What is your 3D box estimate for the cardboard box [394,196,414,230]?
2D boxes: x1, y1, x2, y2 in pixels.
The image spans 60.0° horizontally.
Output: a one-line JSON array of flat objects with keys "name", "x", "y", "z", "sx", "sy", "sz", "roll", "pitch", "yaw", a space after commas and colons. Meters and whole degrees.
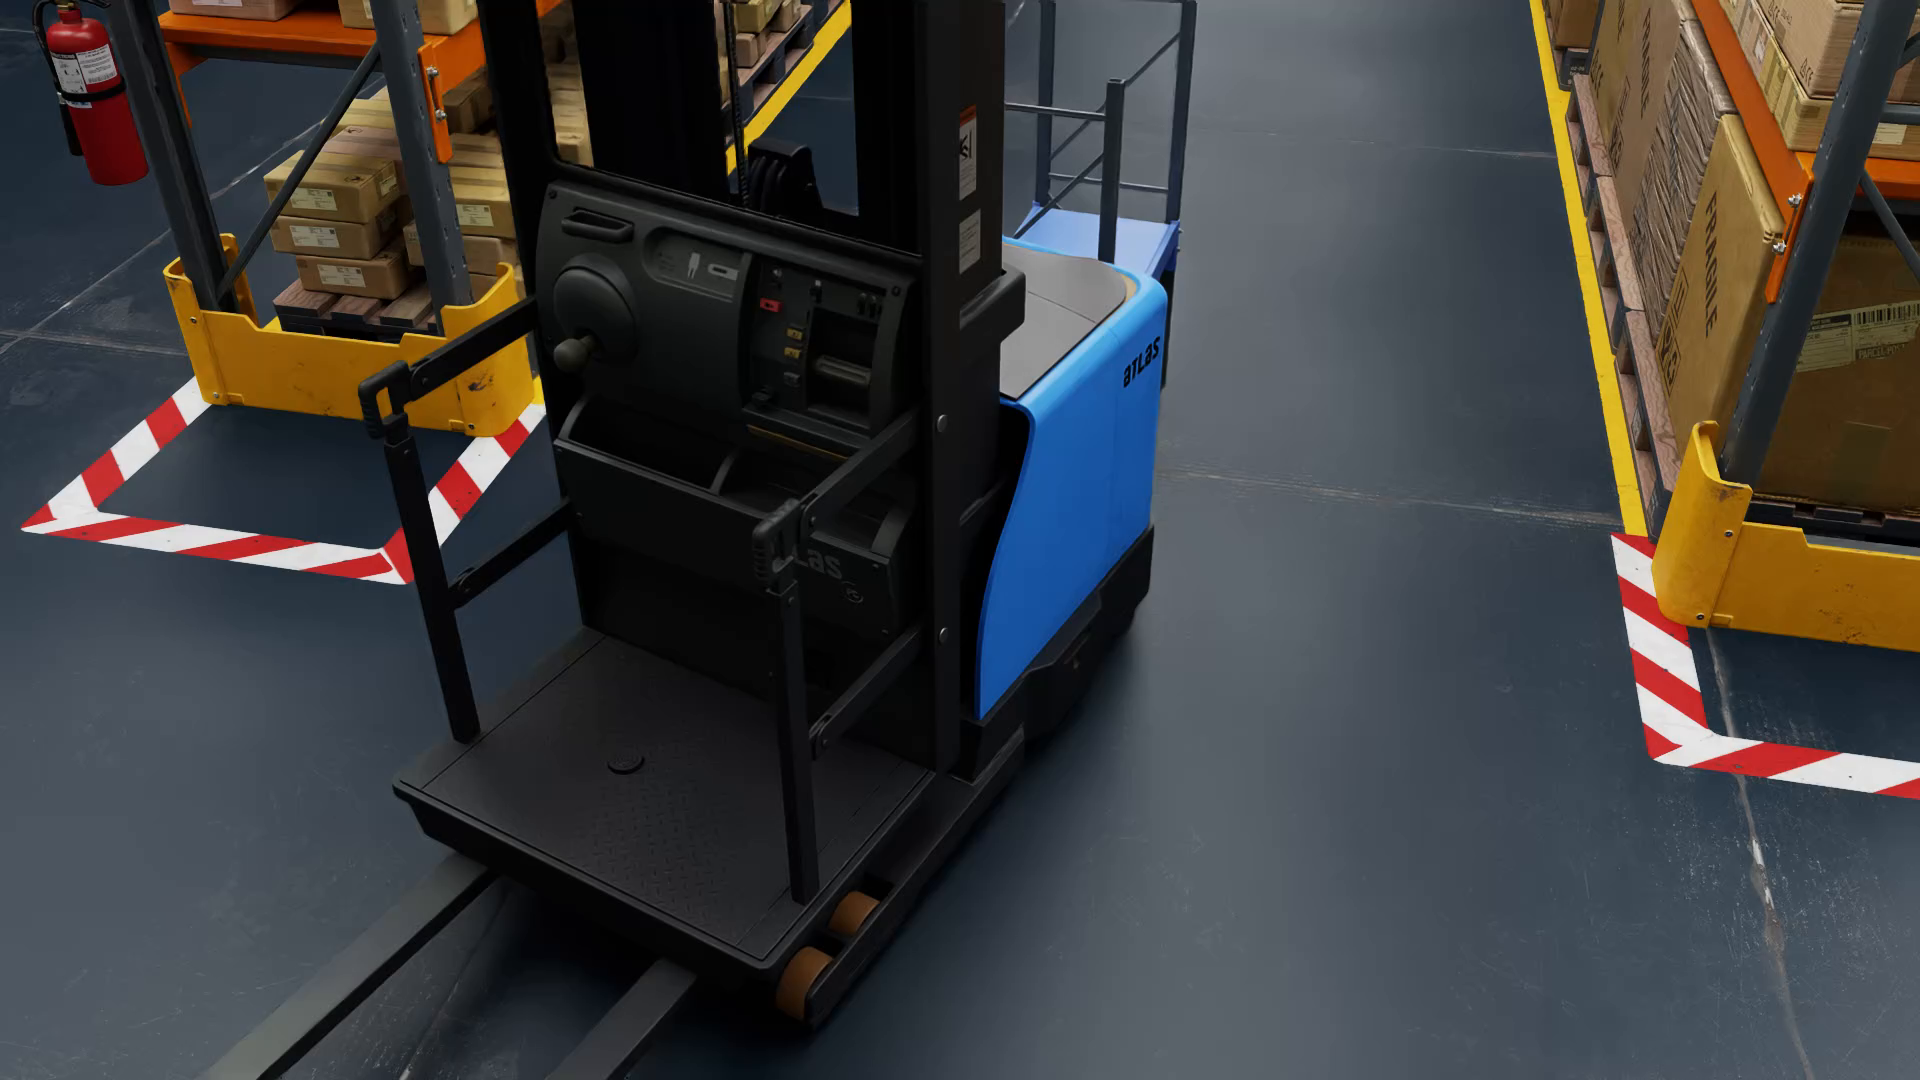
[{"name": "cardboard box", "x": -2.194, "y": -1.306, "z": 6.314, "sx": 0.380, "sy": 0.149, "sz": 0.250, "roll": 6, "pitch": 36, "yaw": 9}]

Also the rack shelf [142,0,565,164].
[{"name": "rack shelf", "x": -1.709, "y": -2.544, "z": 6.817, "sx": 1.077, "sy": 0.370, "sz": 4.000, "roll": 7, "pitch": 37, "yaw": 10}]

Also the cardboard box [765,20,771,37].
[{"name": "cardboard box", "x": -1.170, "y": -2.592, "z": 8.341, "sx": 0.380, "sy": 0.149, "sz": 0.250, "roll": 8, "pitch": 37, "yaw": 11}]

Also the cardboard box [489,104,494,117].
[{"name": "cardboard box", "x": -2.095, "y": -1.760, "z": 6.940, "sx": 0.380, "sy": 0.149, "sz": 0.250, "roll": 8, "pitch": 37, "yaw": 11}]

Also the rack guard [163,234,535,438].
[{"name": "rack guard", "x": -2.120, "y": -0.720, "z": 5.818, "sx": 1.175, "sy": 0.500, "sz": 0.348, "roll": 7, "pitch": 37, "yaw": 10}]

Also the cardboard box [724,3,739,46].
[{"name": "cardboard box", "x": -1.274, "y": -2.454, "z": 7.897, "sx": 0.380, "sy": 0.149, "sz": 0.250, "roll": 8, "pitch": 37, "yaw": 10}]

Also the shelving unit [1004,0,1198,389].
[{"name": "shelving unit", "x": 0.347, "y": -0.920, "z": 5.241, "sx": 0.538, "sy": 1.500, "sz": 1.048, "roll": 11, "pitch": 37, "yaw": 14}]

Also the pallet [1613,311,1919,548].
[{"name": "pallet", "x": 2.782, "y": -0.348, "z": 5.551, "sx": 1.003, "sy": 0.211, "sz": 1.213, "roll": 7, "pitch": 37, "yaw": 10}]

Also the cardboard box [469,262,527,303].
[{"name": "cardboard box", "x": -1.712, "y": -0.965, "z": 6.096, "sx": 0.380, "sy": 0.149, "sz": 0.250, "roll": 8, "pitch": 37, "yaw": 11}]

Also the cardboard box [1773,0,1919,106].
[{"name": "cardboard box", "x": 2.532, "y": -1.380, "z": 4.472, "sx": 0.500, "sy": 0.250, "sz": 0.500, "roll": 7, "pitch": 36, "yaw": 9}]

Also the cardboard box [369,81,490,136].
[{"name": "cardboard box", "x": -2.113, "y": -1.722, "z": 6.635, "sx": 0.380, "sy": 0.149, "sz": 0.250, "roll": 6, "pitch": 36, "yaw": 8}]

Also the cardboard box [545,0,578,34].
[{"name": "cardboard box", "x": -1.826, "y": -2.311, "z": 7.447, "sx": 0.380, "sy": 0.149, "sz": 0.250, "roll": 6, "pitch": 36, "yaw": 8}]

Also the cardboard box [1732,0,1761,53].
[{"name": "cardboard box", "x": 2.605, "y": -1.589, "z": 5.101, "sx": 0.380, "sy": 0.149, "sz": 0.250, "roll": 8, "pitch": 37, "yaw": 11}]

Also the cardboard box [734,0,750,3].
[{"name": "cardboard box", "x": -1.166, "y": -2.707, "z": 7.993, "sx": 0.380, "sy": 0.149, "sz": 0.250, "roll": 7, "pitch": 37, "yaw": 10}]

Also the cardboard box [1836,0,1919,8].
[{"name": "cardboard box", "x": 2.535, "y": -1.685, "z": 4.254, "sx": 0.500, "sy": 0.500, "sz": 0.500, "roll": 8, "pitch": 37, "yaw": 11}]

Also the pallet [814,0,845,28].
[{"name": "pallet", "x": -1.117, "y": -3.299, "z": 9.622, "sx": 1.003, "sy": 0.211, "sz": 1.213, "roll": 7, "pitch": 37, "yaw": 10}]

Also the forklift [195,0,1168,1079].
[{"name": "forklift", "x": -0.622, "y": -0.412, "z": 3.321, "sx": 1.130, "sy": 2.935, "sz": 3.031, "roll": 19, "pitch": 40, "yaw": 24}]

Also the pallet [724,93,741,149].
[{"name": "pallet", "x": -1.649, "y": -1.762, "z": 7.501, "sx": 1.003, "sy": 0.211, "sz": 1.213, "roll": 7, "pitch": 37, "yaw": 10}]

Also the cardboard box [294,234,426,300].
[{"name": "cardboard box", "x": -2.228, "y": -1.032, "z": 6.190, "sx": 0.380, "sy": 0.149, "sz": 0.250, "roll": 8, "pitch": 37, "yaw": 11}]

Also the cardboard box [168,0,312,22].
[{"name": "cardboard box", "x": -2.343, "y": -1.809, "z": 5.404, "sx": 0.380, "sy": 0.149, "sz": 0.250, "roll": 7, "pitch": 37, "yaw": 10}]

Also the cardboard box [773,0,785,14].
[{"name": "cardboard box", "x": -1.084, "y": -2.741, "z": 8.294, "sx": 0.380, "sy": 0.149, "sz": 0.250, "roll": 6, "pitch": 36, "yaw": 8}]

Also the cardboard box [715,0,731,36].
[{"name": "cardboard box", "x": -1.265, "y": -2.401, "z": 7.571, "sx": 0.380, "sy": 0.149, "sz": 0.250, "roll": 6, "pitch": 36, "yaw": 8}]

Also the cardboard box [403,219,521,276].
[{"name": "cardboard box", "x": -1.774, "y": -1.093, "z": 6.020, "sx": 0.380, "sy": 0.149, "sz": 0.250, "roll": 9, "pitch": 37, "yaw": 12}]

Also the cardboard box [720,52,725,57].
[{"name": "cardboard box", "x": -1.339, "y": -2.296, "z": 7.934, "sx": 0.380, "sy": 0.149, "sz": 0.250, "roll": 6, "pitch": 36, "yaw": 9}]

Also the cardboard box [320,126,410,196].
[{"name": "cardboard box", "x": -2.161, "y": -1.417, "z": 6.214, "sx": 0.380, "sy": 0.149, "sz": 0.250, "roll": 8, "pitch": 37, "yaw": 11}]

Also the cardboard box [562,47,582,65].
[{"name": "cardboard box", "x": -1.431, "y": -1.960, "z": 6.963, "sx": 0.380, "sy": 0.149, "sz": 0.250, "roll": 8, "pitch": 37, "yaw": 11}]

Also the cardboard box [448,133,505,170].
[{"name": "cardboard box", "x": -1.751, "y": -1.376, "z": 6.157, "sx": 0.380, "sy": 0.149, "sz": 0.250, "roll": 8, "pitch": 37, "yaw": 11}]

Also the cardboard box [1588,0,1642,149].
[{"name": "cardboard box", "x": 3.323, "y": -2.244, "z": 7.242, "sx": 0.875, "sy": 0.875, "sz": 0.875, "roll": 7, "pitch": 37, "yaw": 10}]

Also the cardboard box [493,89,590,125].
[{"name": "cardboard box", "x": -1.600, "y": -1.657, "z": 6.545, "sx": 0.380, "sy": 0.149, "sz": 0.250, "roll": 6, "pitch": 36, "yaw": 8}]

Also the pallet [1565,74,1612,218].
[{"name": "pallet", "x": 3.303, "y": -1.747, "z": 7.481, "sx": 1.003, "sy": 0.211, "sz": 1.213, "roll": 7, "pitch": 37, "yaw": 10}]

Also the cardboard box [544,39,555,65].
[{"name": "cardboard box", "x": -1.945, "y": -2.020, "z": 7.046, "sx": 0.380, "sy": 0.149, "sz": 0.250, "roll": 6, "pitch": 36, "yaw": 8}]

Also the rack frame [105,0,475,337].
[{"name": "rack frame", "x": -2.136, "y": -1.689, "z": 5.024, "sx": 1.000, "sy": 3.000, "sz": 0.127, "roll": 7, "pitch": 37, "yaw": 10}]

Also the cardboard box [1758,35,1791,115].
[{"name": "cardboard box", "x": 2.496, "y": -1.302, "z": 4.704, "sx": 0.380, "sy": 0.149, "sz": 0.250, "roll": 8, "pitch": 37, "yaw": 10}]

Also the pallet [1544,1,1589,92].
[{"name": "pallet", "x": 3.633, "y": -2.625, "z": 8.692, "sx": 1.003, "sy": 0.211, "sz": 1.213, "roll": 7, "pitch": 37, "yaw": 10}]

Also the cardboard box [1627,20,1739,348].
[{"name": "cardboard box", "x": 2.940, "y": -1.217, "z": 5.826, "sx": 0.875, "sy": 0.875, "sz": 0.875, "roll": 7, "pitch": 37, "yaw": 10}]

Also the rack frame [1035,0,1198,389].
[{"name": "rack frame", "x": 0.502, "y": -1.204, "z": 5.633, "sx": 0.500, "sy": 1.500, "sz": 0.032, "roll": 11, "pitch": 37, "yaw": 14}]

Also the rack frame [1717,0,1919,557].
[{"name": "rack frame", "x": 2.687, "y": -1.009, "z": 4.086, "sx": 1.000, "sy": 3.000, "sz": 0.127, "roll": 7, "pitch": 37, "yaw": 10}]
